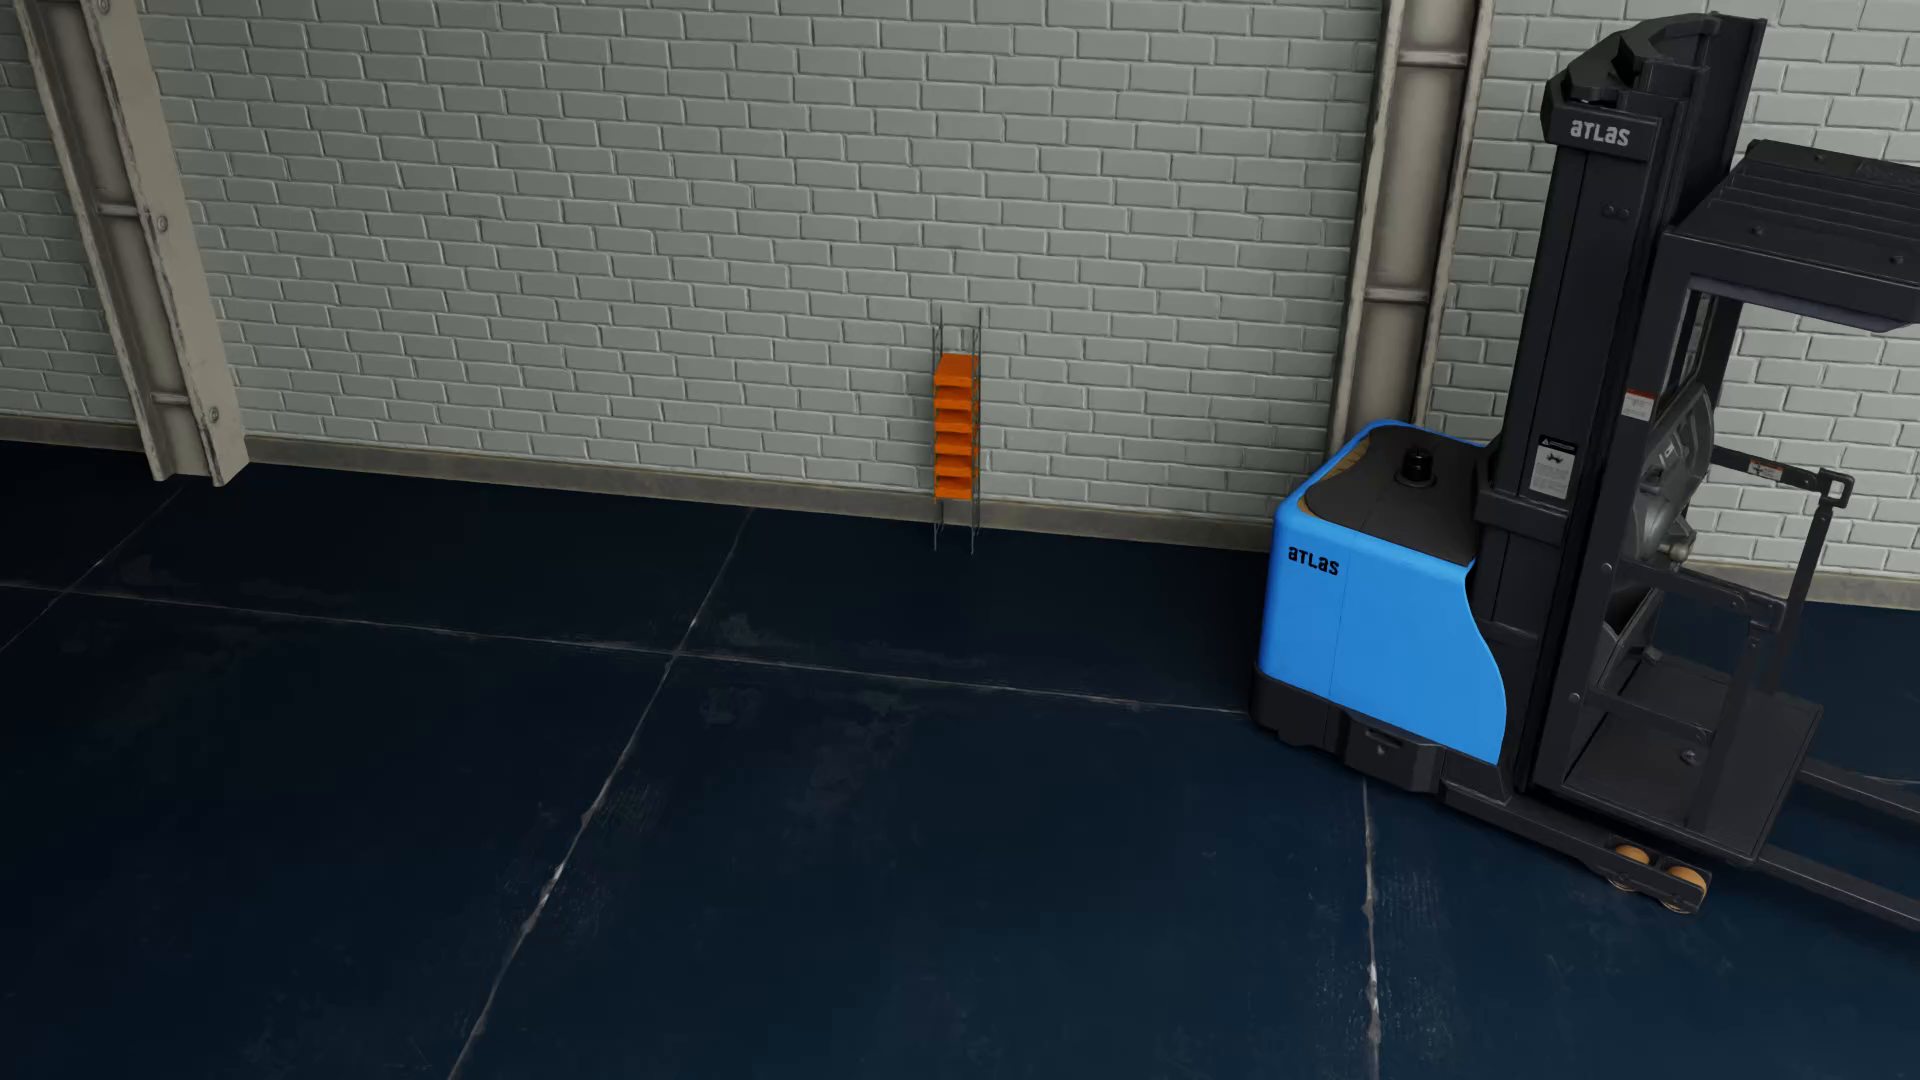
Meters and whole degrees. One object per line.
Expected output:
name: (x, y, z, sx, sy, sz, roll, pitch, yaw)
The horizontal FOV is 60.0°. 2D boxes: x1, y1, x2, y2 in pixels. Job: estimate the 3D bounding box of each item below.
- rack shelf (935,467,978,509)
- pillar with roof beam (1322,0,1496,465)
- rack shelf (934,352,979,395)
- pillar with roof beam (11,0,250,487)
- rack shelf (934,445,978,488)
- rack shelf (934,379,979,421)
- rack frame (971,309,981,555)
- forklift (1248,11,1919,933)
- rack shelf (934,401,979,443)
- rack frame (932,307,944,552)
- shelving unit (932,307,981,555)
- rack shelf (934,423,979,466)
rack shelf: (-0.013, -0.264, 8.077, 0.180, 0.103, 0.258, 5, 32, 7)
pillar with roof beam: (1.164, -1.403, 2.010, 0.400, 9.000, 9.100, 5, 32, 8)
rack shelf: (-0.013, -0.772, 7.758, 0.180, 0.103, 0.258, 5, 32, 7)
pillar with roof beam: (-4.750, -1.939, 2.866, 0.400, 9.000, 9.100, 5, 32, 8)
rack shelf: (-0.013, -0.366, 8.013, 0.180, 0.103, 0.258, 5, 32, 7)
rack shelf: (-0.013, -0.671, 7.822, 0.180, 0.103, 0.258, 5, 32, 7)
rack frame: (0.077, -0.498, 7.914, 0.006, 1.200, 0.240, 5, 32, 7)
forklift: (2.698, -0.202, 5.811, 3.031, 2.935, 1.130, 21, 38, 30)
rack shelf: (-0.013, -0.569, 7.886, 0.180, 0.103, 0.258, 5, 32, 7)
rack frame: (-0.104, -0.512, 7.938, 0.006, 1.200, 0.240, 5, 32, 7)
shelving unit: (-0.013, -0.505, 7.926, 0.189, 1.200, 0.258, 5, 32, 7)
rack shelf: (-0.013, -0.467, 7.949, 0.180, 0.103, 0.258, 5, 32, 7)
